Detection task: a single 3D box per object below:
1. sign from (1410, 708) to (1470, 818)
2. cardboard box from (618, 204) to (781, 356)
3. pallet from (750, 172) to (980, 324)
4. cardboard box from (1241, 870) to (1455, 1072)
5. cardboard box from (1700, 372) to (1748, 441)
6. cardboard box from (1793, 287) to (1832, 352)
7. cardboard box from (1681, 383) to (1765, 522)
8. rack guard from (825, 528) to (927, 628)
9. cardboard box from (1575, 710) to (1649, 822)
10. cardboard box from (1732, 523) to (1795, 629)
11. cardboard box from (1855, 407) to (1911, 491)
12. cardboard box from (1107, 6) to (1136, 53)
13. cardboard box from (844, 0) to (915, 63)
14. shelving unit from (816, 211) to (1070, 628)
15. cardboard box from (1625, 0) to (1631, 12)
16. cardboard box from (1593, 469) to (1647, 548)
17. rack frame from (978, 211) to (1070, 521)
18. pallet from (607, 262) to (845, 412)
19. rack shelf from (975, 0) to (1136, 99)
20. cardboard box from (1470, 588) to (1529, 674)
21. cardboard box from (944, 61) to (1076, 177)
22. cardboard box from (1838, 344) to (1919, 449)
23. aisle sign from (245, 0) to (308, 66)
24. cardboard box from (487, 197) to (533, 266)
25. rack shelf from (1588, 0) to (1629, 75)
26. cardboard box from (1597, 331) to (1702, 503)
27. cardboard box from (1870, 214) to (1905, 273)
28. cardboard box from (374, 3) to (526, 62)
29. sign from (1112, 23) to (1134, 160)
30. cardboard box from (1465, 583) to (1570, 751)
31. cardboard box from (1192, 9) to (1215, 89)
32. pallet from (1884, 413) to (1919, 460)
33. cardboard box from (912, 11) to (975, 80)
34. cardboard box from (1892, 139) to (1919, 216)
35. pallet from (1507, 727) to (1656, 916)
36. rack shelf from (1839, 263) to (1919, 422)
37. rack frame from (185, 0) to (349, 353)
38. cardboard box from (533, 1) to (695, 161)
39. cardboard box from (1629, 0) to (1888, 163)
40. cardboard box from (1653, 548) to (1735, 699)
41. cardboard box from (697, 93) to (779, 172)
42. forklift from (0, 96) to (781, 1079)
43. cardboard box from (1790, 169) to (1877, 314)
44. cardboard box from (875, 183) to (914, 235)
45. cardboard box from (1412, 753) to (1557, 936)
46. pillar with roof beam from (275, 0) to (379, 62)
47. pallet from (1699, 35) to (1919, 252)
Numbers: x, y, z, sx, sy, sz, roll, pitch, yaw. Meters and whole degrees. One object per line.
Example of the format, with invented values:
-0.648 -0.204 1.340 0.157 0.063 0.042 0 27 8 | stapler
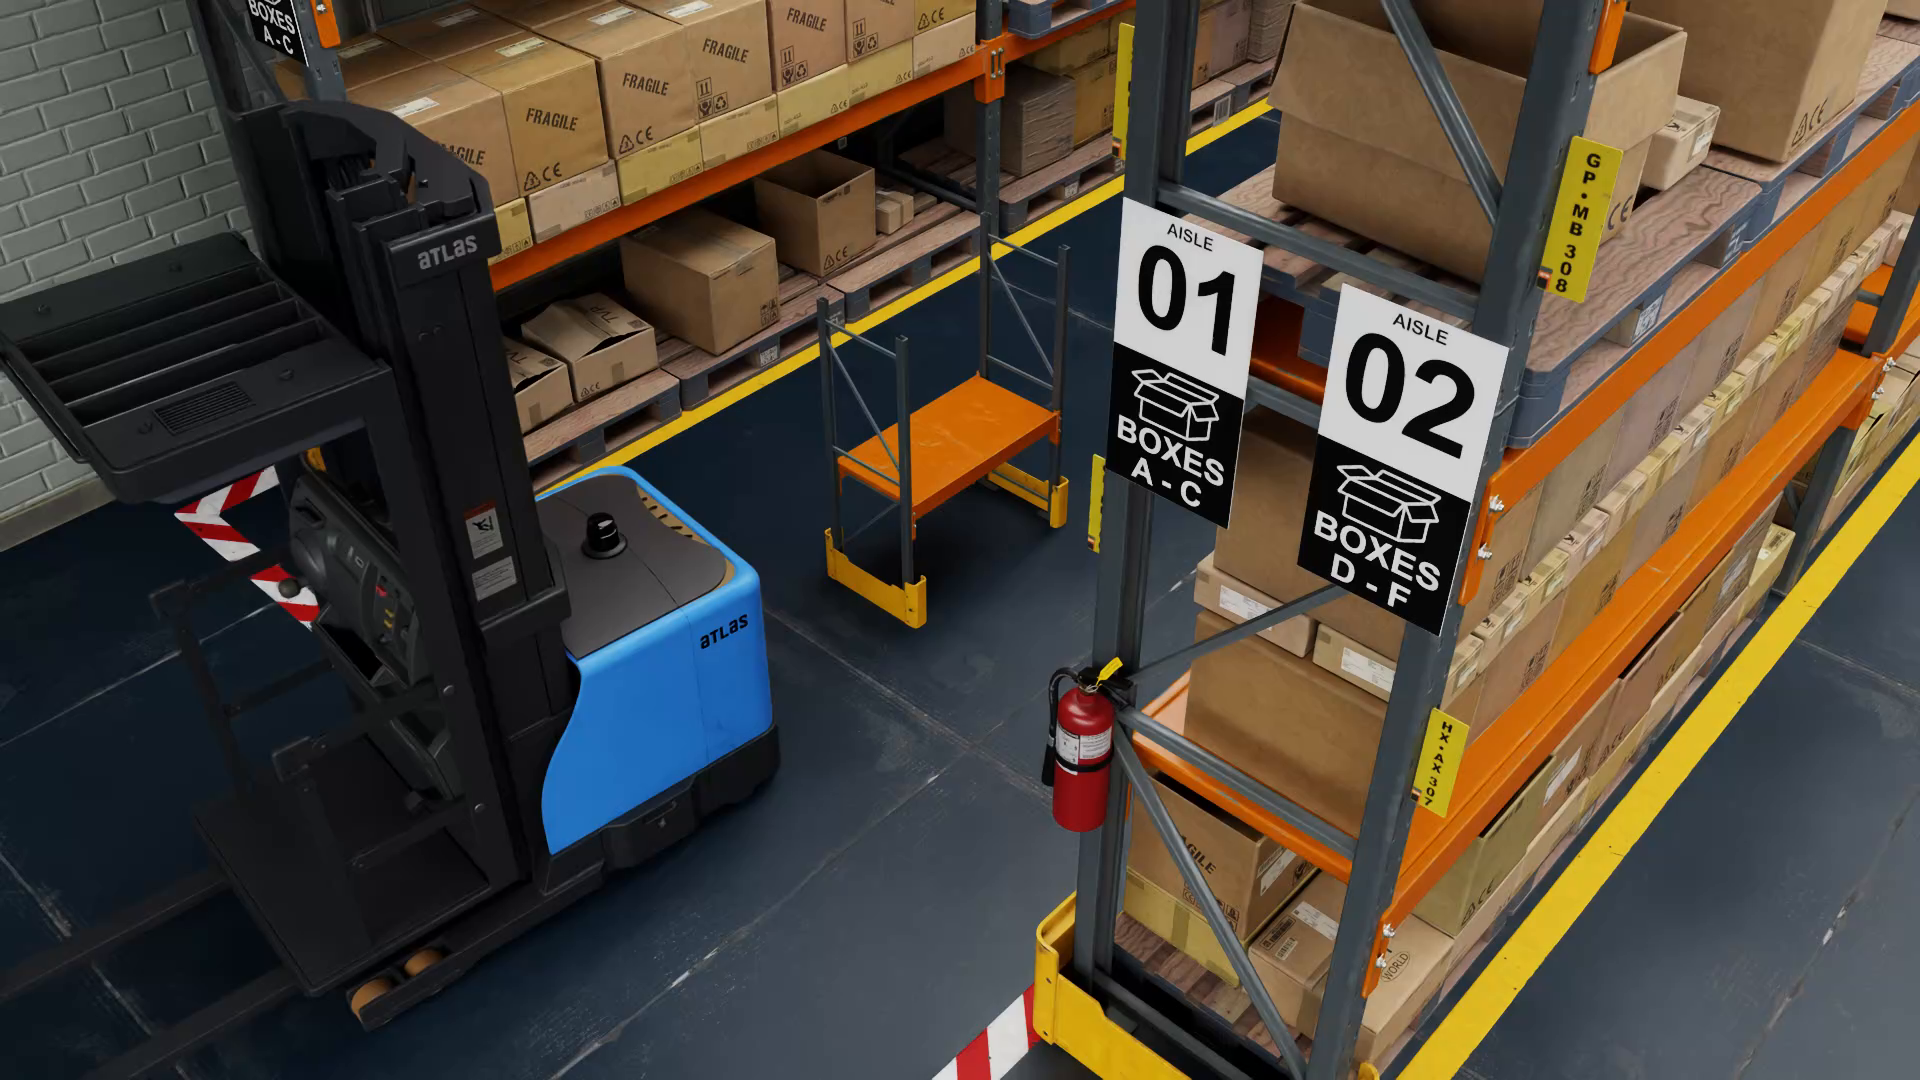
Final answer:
1.198 0.560 4.160 0.100 0.325 0.005 30 47 32 | sign
-1.417 -1.436 9.085 0.700 0.500 0.500 27 46 29 | cardboard box
-0.595 -1.807 10.137 1.003 0.211 1.213 30 47 32 | pallet
1.319 1.453 5.668 0.500 0.250 0.500 30 47 32 | cardboard box
2.431 -0.516 5.671 0.380 0.149 0.250 31 48 33 | cardboard box
2.946 -0.867 6.112 0.380 0.149 0.250 30 47 32 | cardboard box
2.504 -0.503 6.175 0.700 0.500 0.500 30 48 32 | cardboard box
-0.387 0.166 7.624 0.587 0.250 0.087 30 47 32 | rack guard
2.332 0.764 6.534 0.500 0.250 0.500 30 47 32 | cardboard box
3.340 0.073 7.404 0.500 0.250 0.500 30 47 32 | cardboard box
4.292 -0.548 8.184 0.500 0.250 0.500 31 48 33 | cardboard box
0.959 -3.499 11.076 0.500 0.250 0.500 28 46 31 | cardboard box
-0.591 -2.886 8.755 0.500 0.500 0.500 29 47 32 | cardboard box
-0.051 -0.552 7.523 0.587 1.500 1.083 30 47 32 | shelving unit
1.750 -1.560 4.797 0.500 0.311 0.500 -28 46 -31 | cardboard box
1.912 -0.164 5.228 0.380 0.149 0.250 28 46 31 | cardboard box
0.285 -0.781 7.811 0.500 1.500 0.032 30 47 32 | rack frame
-1.418 -1.244 9.429 1.003 0.211 1.213 30 47 32 | pallet
1.182 -3.859 11.055 1.077 0.370 4.000 30 47 32 | rack shelf
1.393 0.188 4.785 0.380 0.149 0.250 28 46 31 | cardboard box
0.317 -2.761 10.751 0.700 0.500 0.500 31 48 33 | cardboard box
4.296 -0.765 8.006 0.500 0.311 0.500 29 47 31 | cardboard box
-2.693 -2.243 6.356 0.394 0.787 0.004 30 47 32 | aisle sign
-2.303 -1.424 7.519 0.500 0.250 0.500 28 46 31 | cardboard box
2.142 -2.135 4.388 1.077 0.370 4.000 30 47 32 | rack shelf
1.843 -0.562 5.208 0.700 0.500 0.500 30 47 32 | cardboard box
3.466 -1.222 6.559 0.380 0.149 0.250 30 47 32 | cardboard box
-2.358 -2.160 7.842 0.500 0.500 0.500 30 47 32 | cardboard box
0.402 -1.030 3.861 0.100 0.325 0.005 30 47 32 | sign
1.468 0.202 5.289 0.700 0.500 0.500 31 48 33 | cardboard box
1.336 -3.473 11.646 0.700 0.500 0.500 29 47 32 | cardboard box
4.783 -0.970 9.084 1.003 0.211 1.213 30 47 32 | pallet
-0.264 -2.826 9.282 0.500 0.250 0.500 30 47 32 | cardboard box
4.377 -1.771 7.770 0.500 0.500 0.500 -30 48 -33 | cardboard box
2.101 0.858 6.784 1.003 0.211 1.213 30 47 32 | pallet
4.841 -1.781 8.441 1.077 0.370 4.000 30 47 32 | rack shelf
-2.866 -1.384 7.365 1.000 3.000 0.127 30 47 32 | rack frame
-1.628 -2.178 7.864 0.500 0.500 0.500 28 46 31 | cardboard box
2.115 -1.387 4.427 0.500 0.500 0.500 30 47 32 | cardboard box
2.659 0.235 6.597 0.500 0.500 0.500 30 47 32 | cardboard box
-1.272 -2.132 8.409 0.500 0.250 0.500 30 47 32 | cardboard box
-2.171 0.197 5.430 3.031 2.935 1.130 -29 47 -31 | forklift
2.857 -1.252 6.075 0.700 0.500 0.500 30 47 32 | cardboard box
-0.507 -2.027 10.096 0.380 0.166 0.250 23 44 27 | cardboard box
1.655 0.929 5.725 0.500 0.500 0.500 30 47 32 | cardboard box
0.145 -2.610 4.085 9.100 9.000 0.400 30 47 32 | pillar with roof beam
2.112 -1.323 4.948 1.003 0.211 1.213 30 47 32 | pallet
